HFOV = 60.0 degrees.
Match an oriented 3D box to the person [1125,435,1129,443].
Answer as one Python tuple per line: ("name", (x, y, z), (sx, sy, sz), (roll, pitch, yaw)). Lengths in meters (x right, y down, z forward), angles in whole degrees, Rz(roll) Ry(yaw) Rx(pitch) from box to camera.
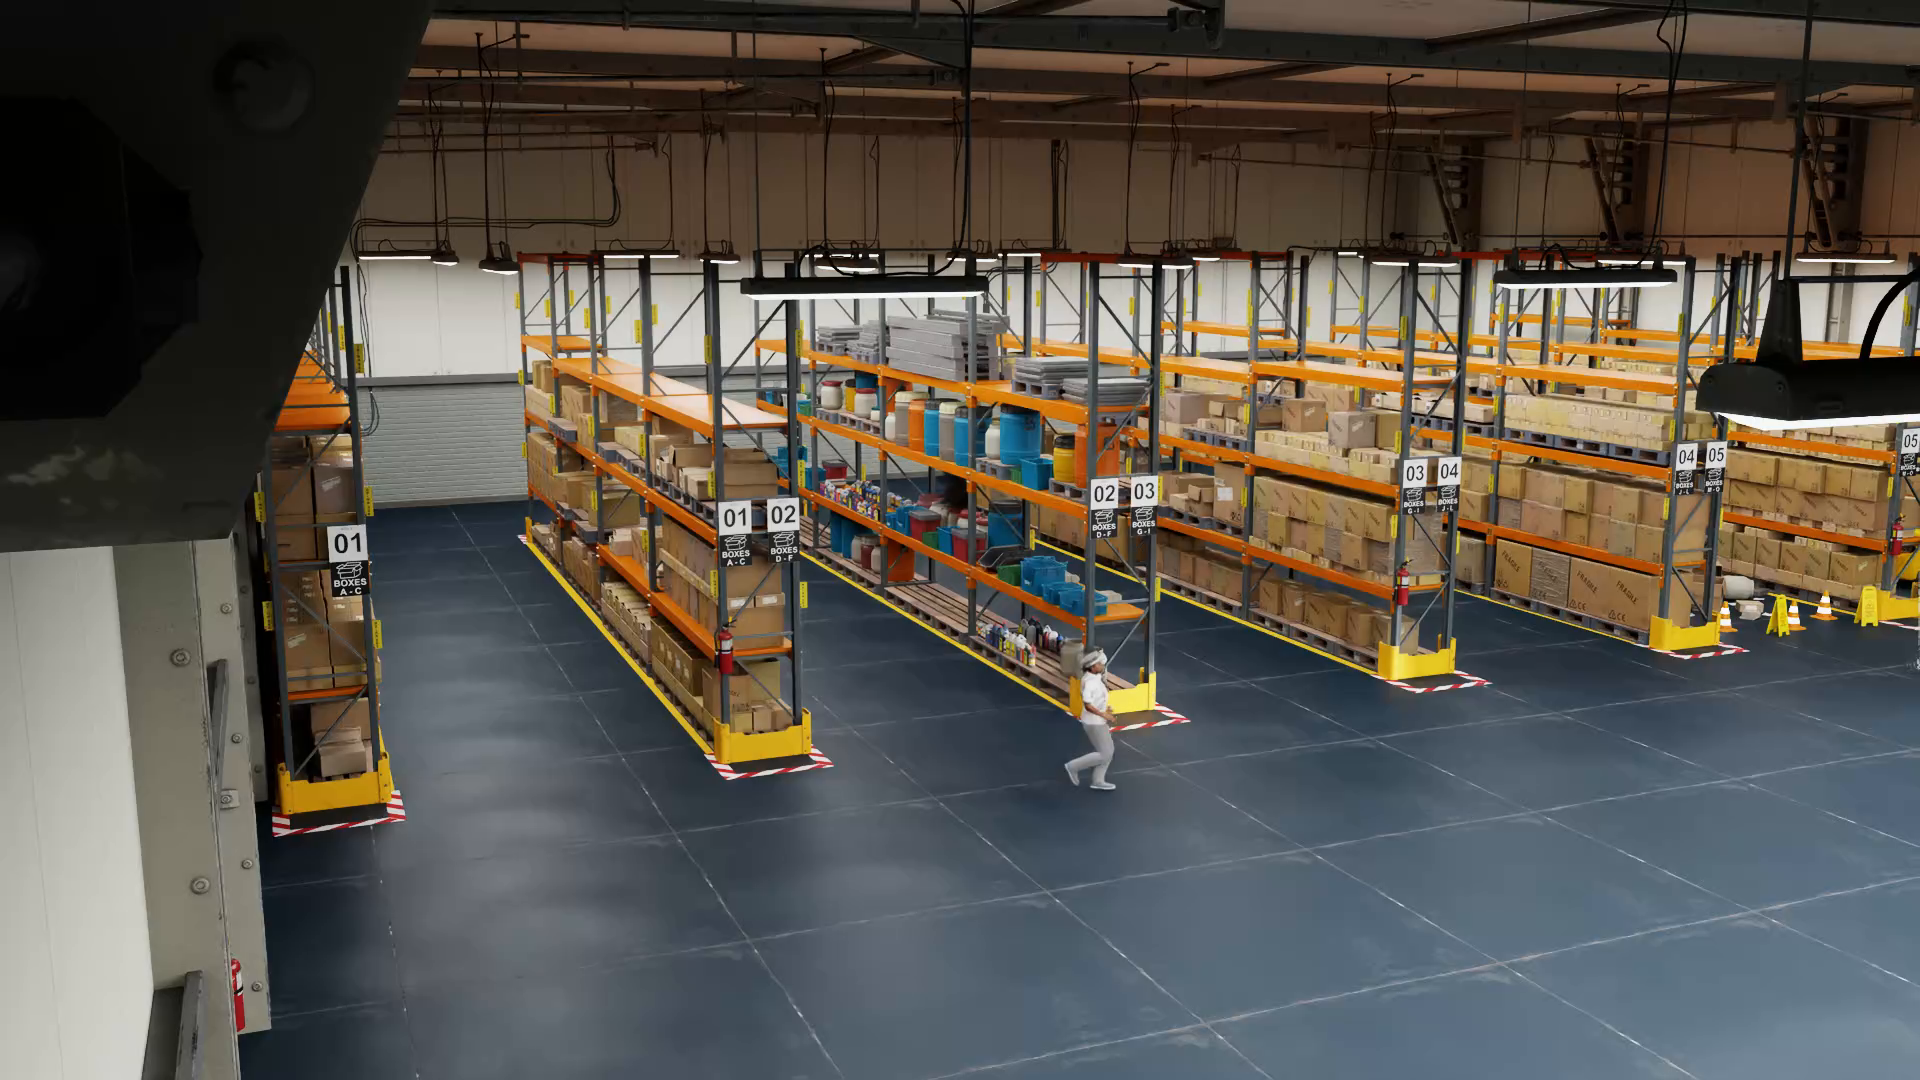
("person", (4.019, -1.849, 40.620), (0.638, 1.620, 0.509), (6, 12, 31))

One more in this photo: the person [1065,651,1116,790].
("person", (1.502, 2.074, 19.122), (0.595, 1.646, 0.575), (0, 10, 1))
